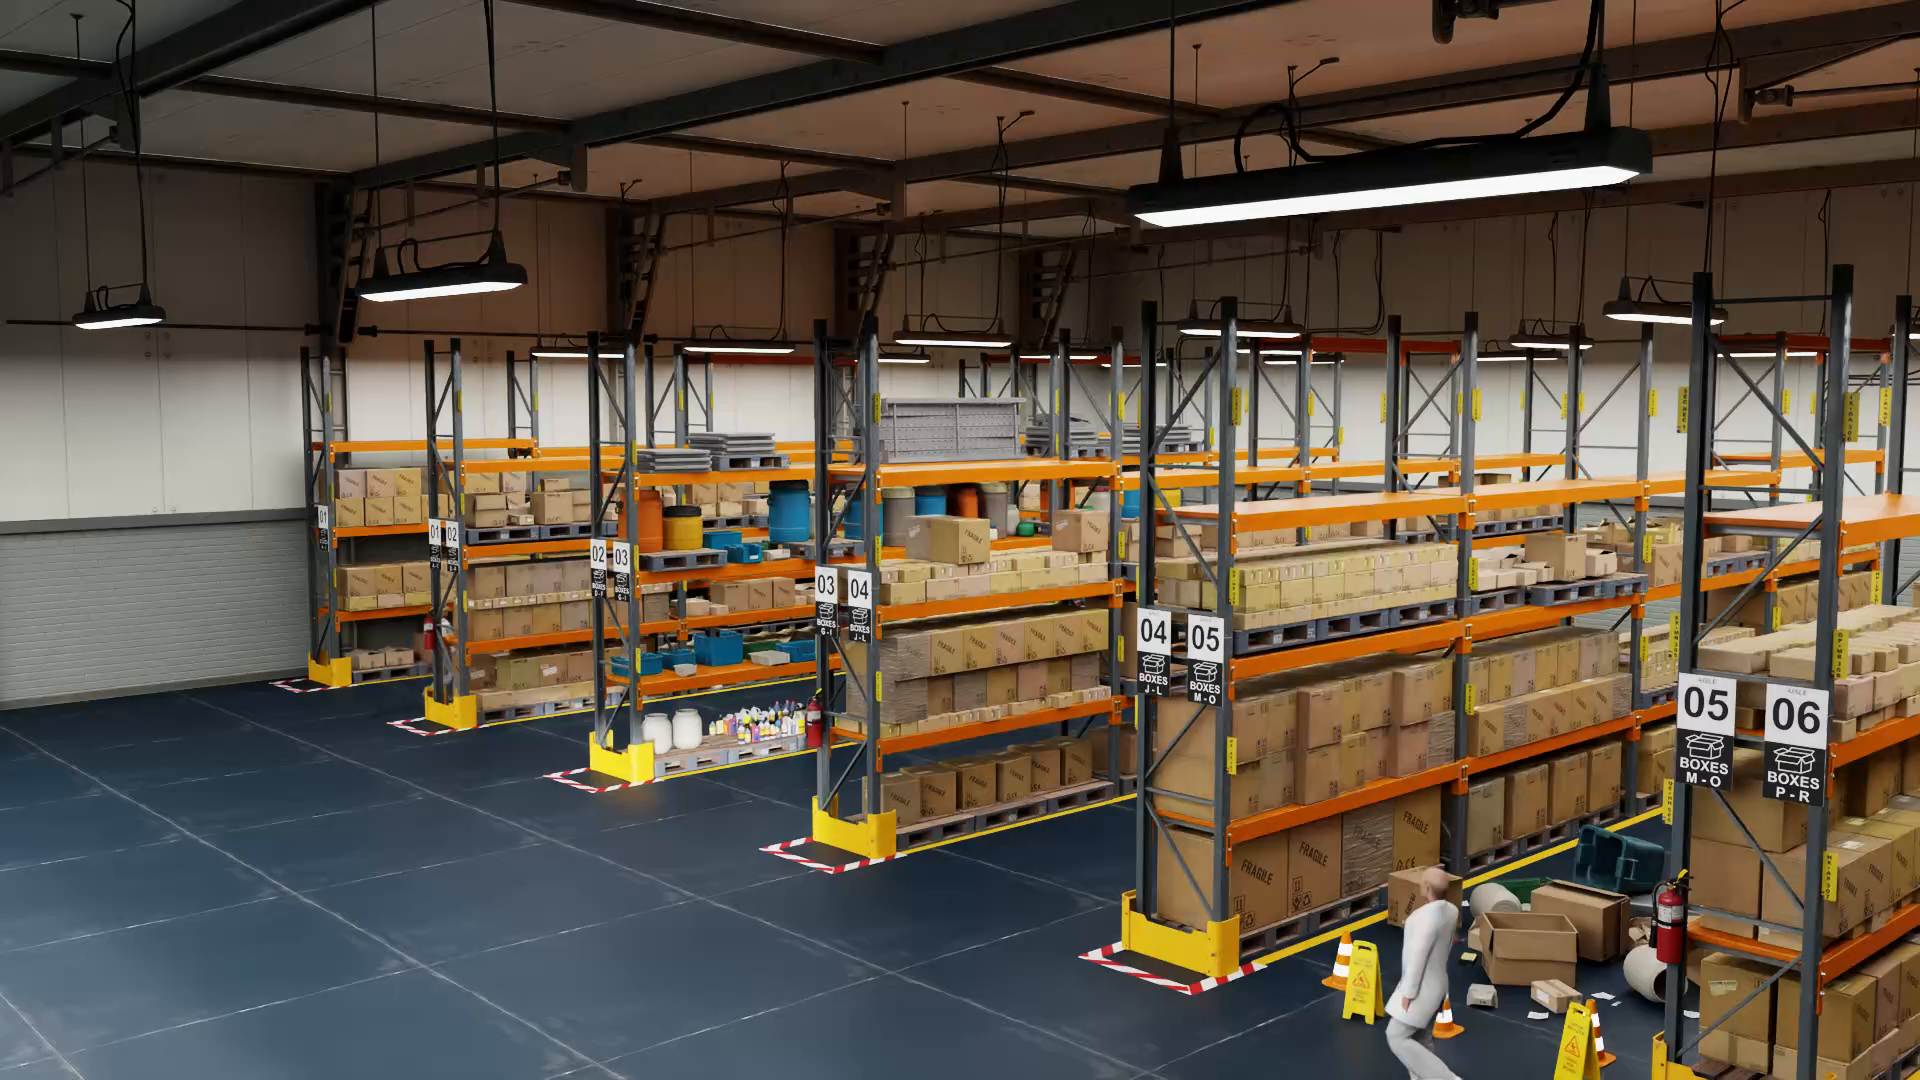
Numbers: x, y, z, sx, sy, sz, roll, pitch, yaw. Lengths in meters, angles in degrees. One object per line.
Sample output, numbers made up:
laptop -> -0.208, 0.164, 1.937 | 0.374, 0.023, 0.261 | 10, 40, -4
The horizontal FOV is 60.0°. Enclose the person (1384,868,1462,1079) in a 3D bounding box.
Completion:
person -> 3.338, 3.217, 11.908 | 0.545, 1.774, 0.581 | 2, 6, 24

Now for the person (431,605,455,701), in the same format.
person -> -8.644, 1.879, 27.652 | 0.427, 1.678, 0.552 | 1, 5, 9
